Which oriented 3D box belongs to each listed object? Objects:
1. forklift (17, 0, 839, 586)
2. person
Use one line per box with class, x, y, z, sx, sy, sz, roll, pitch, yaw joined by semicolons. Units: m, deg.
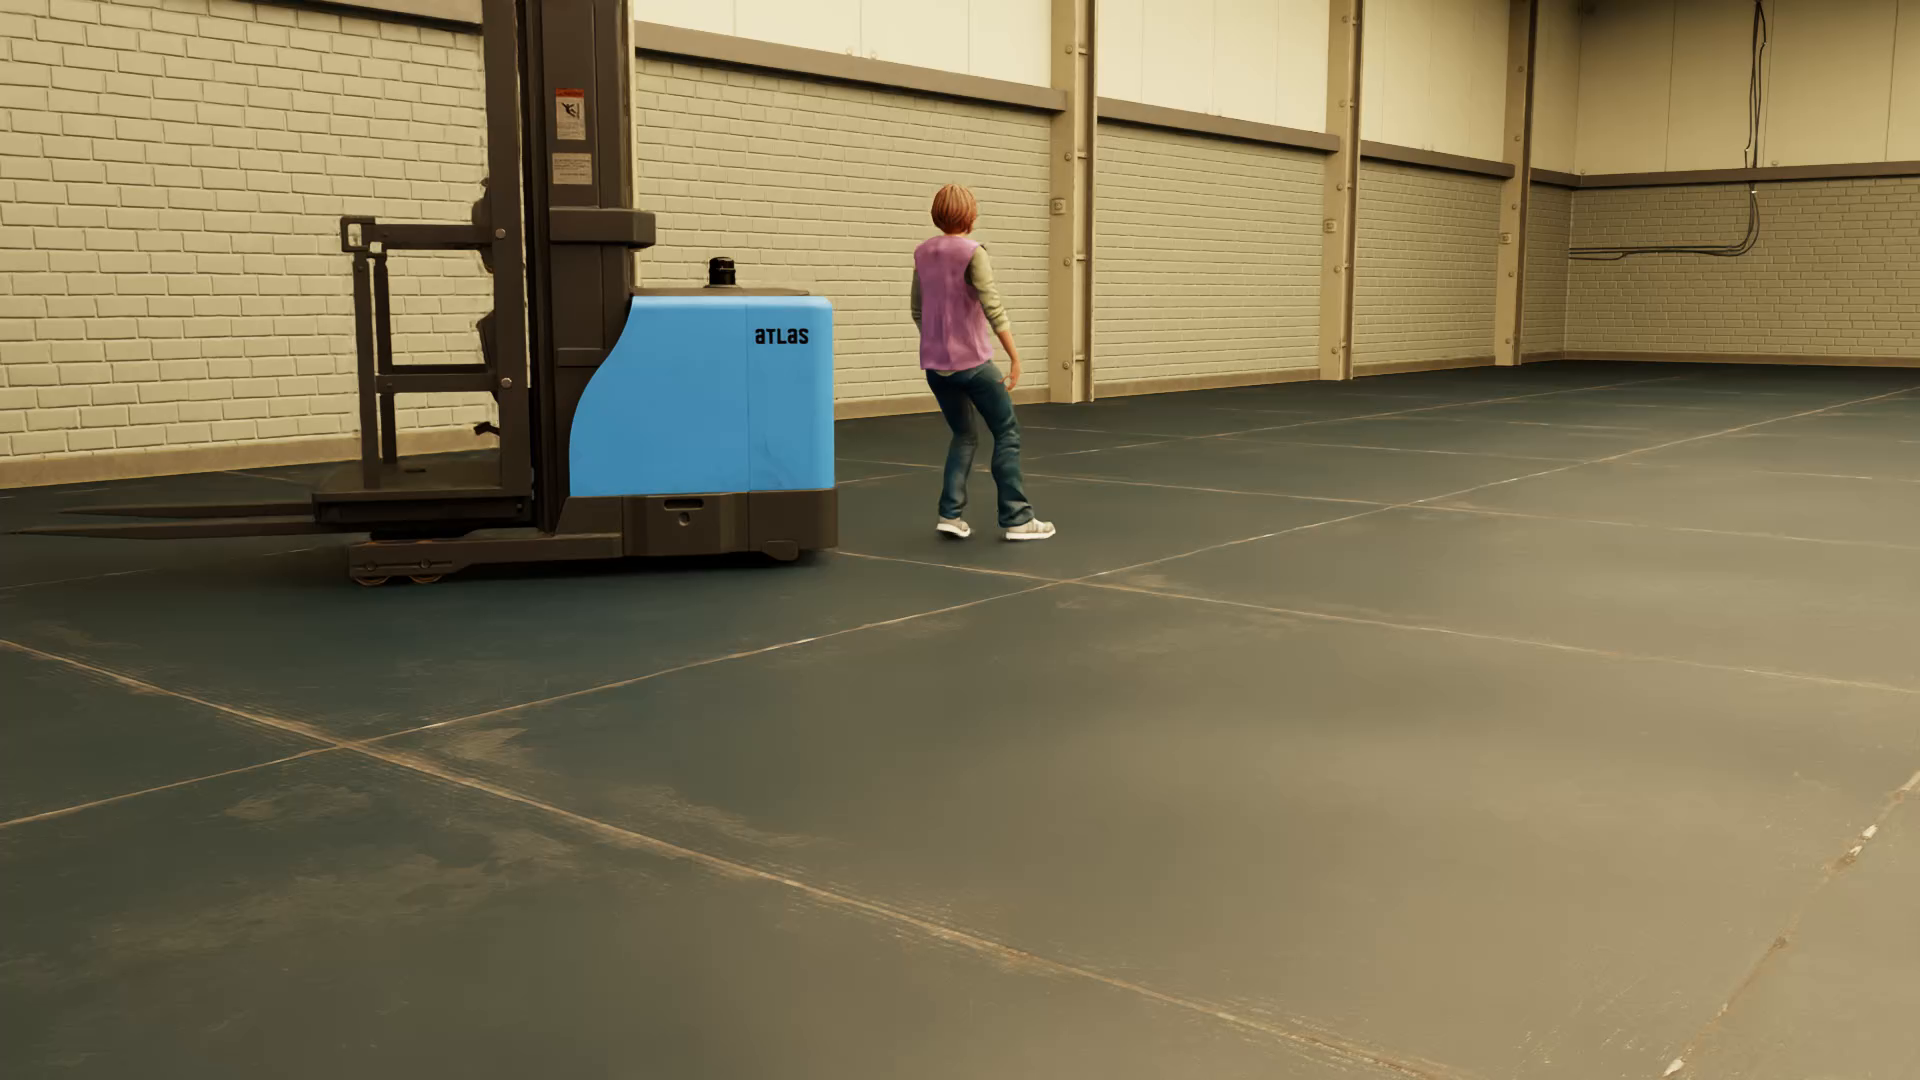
forklift;-2.069;-1.363;6.595;3.031;2.935;1.130;-2;9;-15
person;0.079;-0.788;7.437;0.568;1.575;0.500;8;12;44
